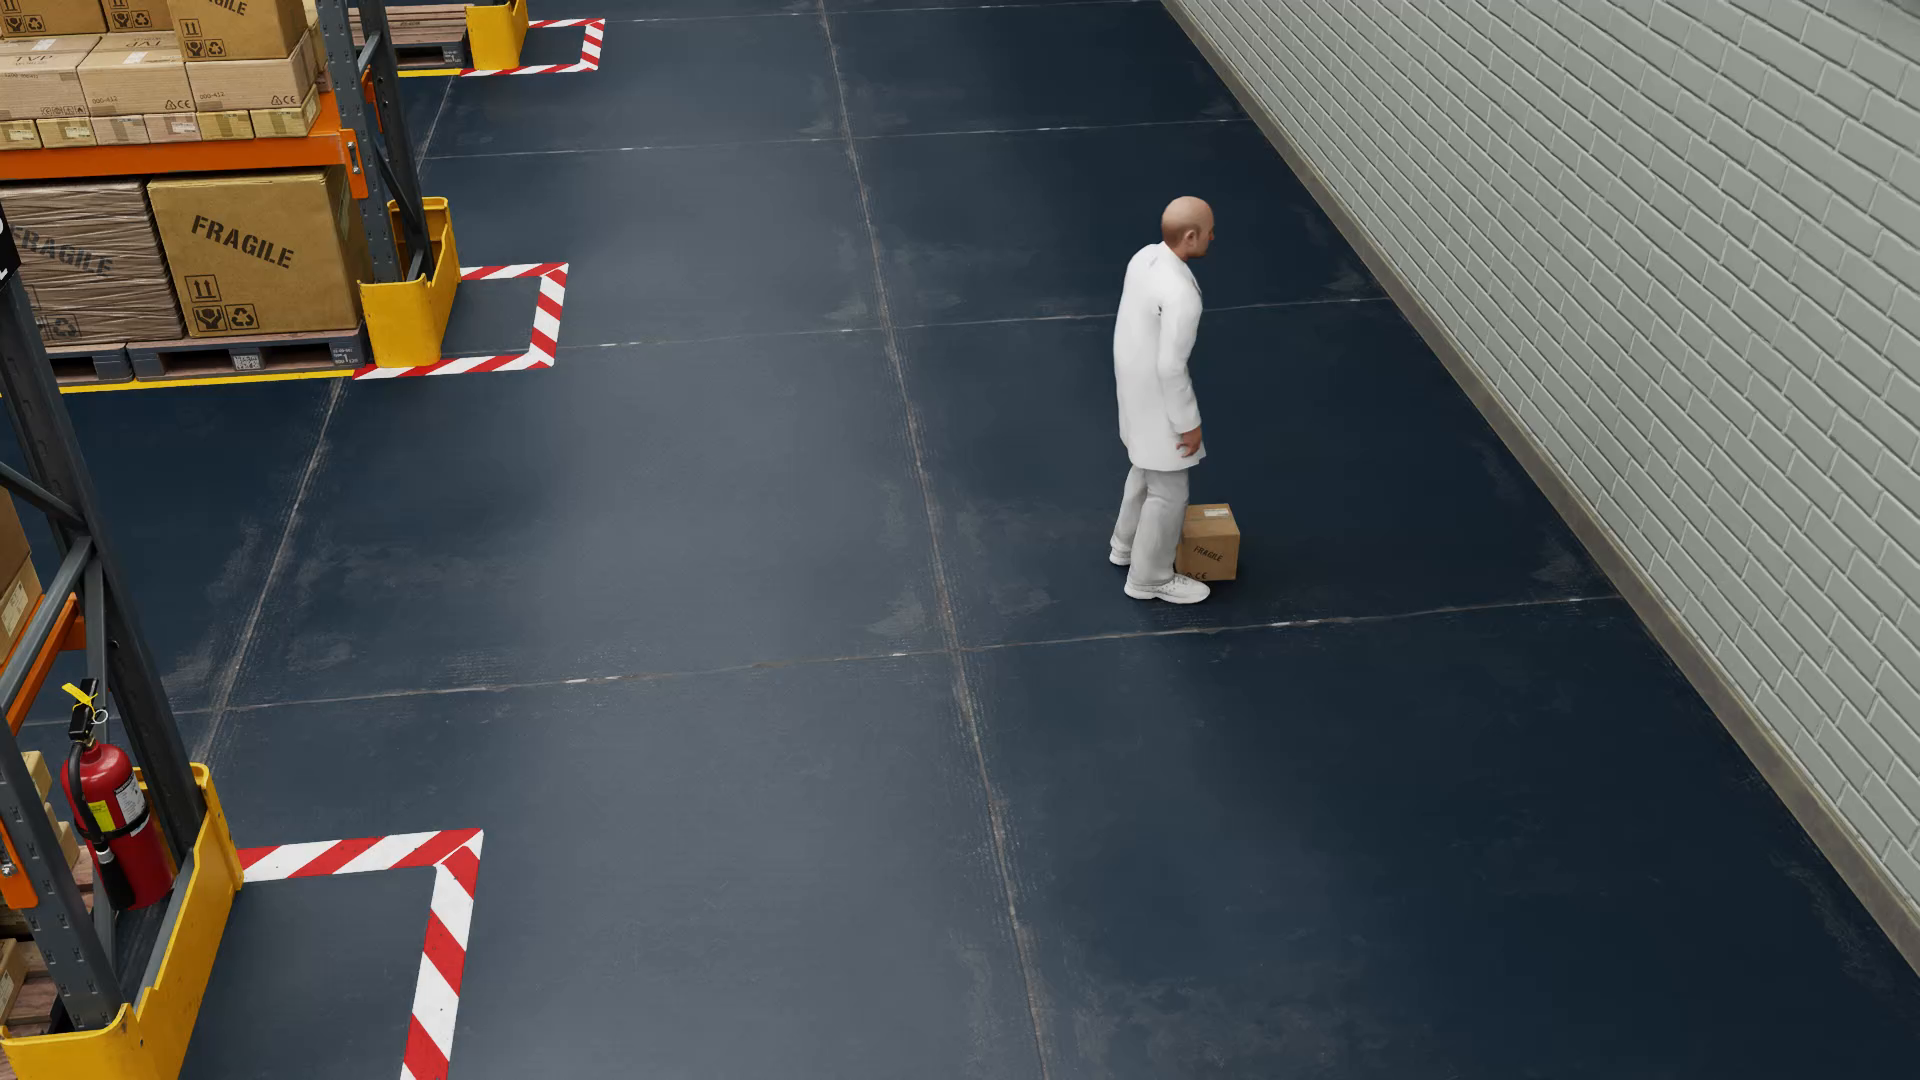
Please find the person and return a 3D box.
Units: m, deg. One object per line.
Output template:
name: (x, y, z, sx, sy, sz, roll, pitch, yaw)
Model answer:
person: (0.857, -0.600, 7.035, 0.416, 1.774, 0.656, -5, 35, -8)
